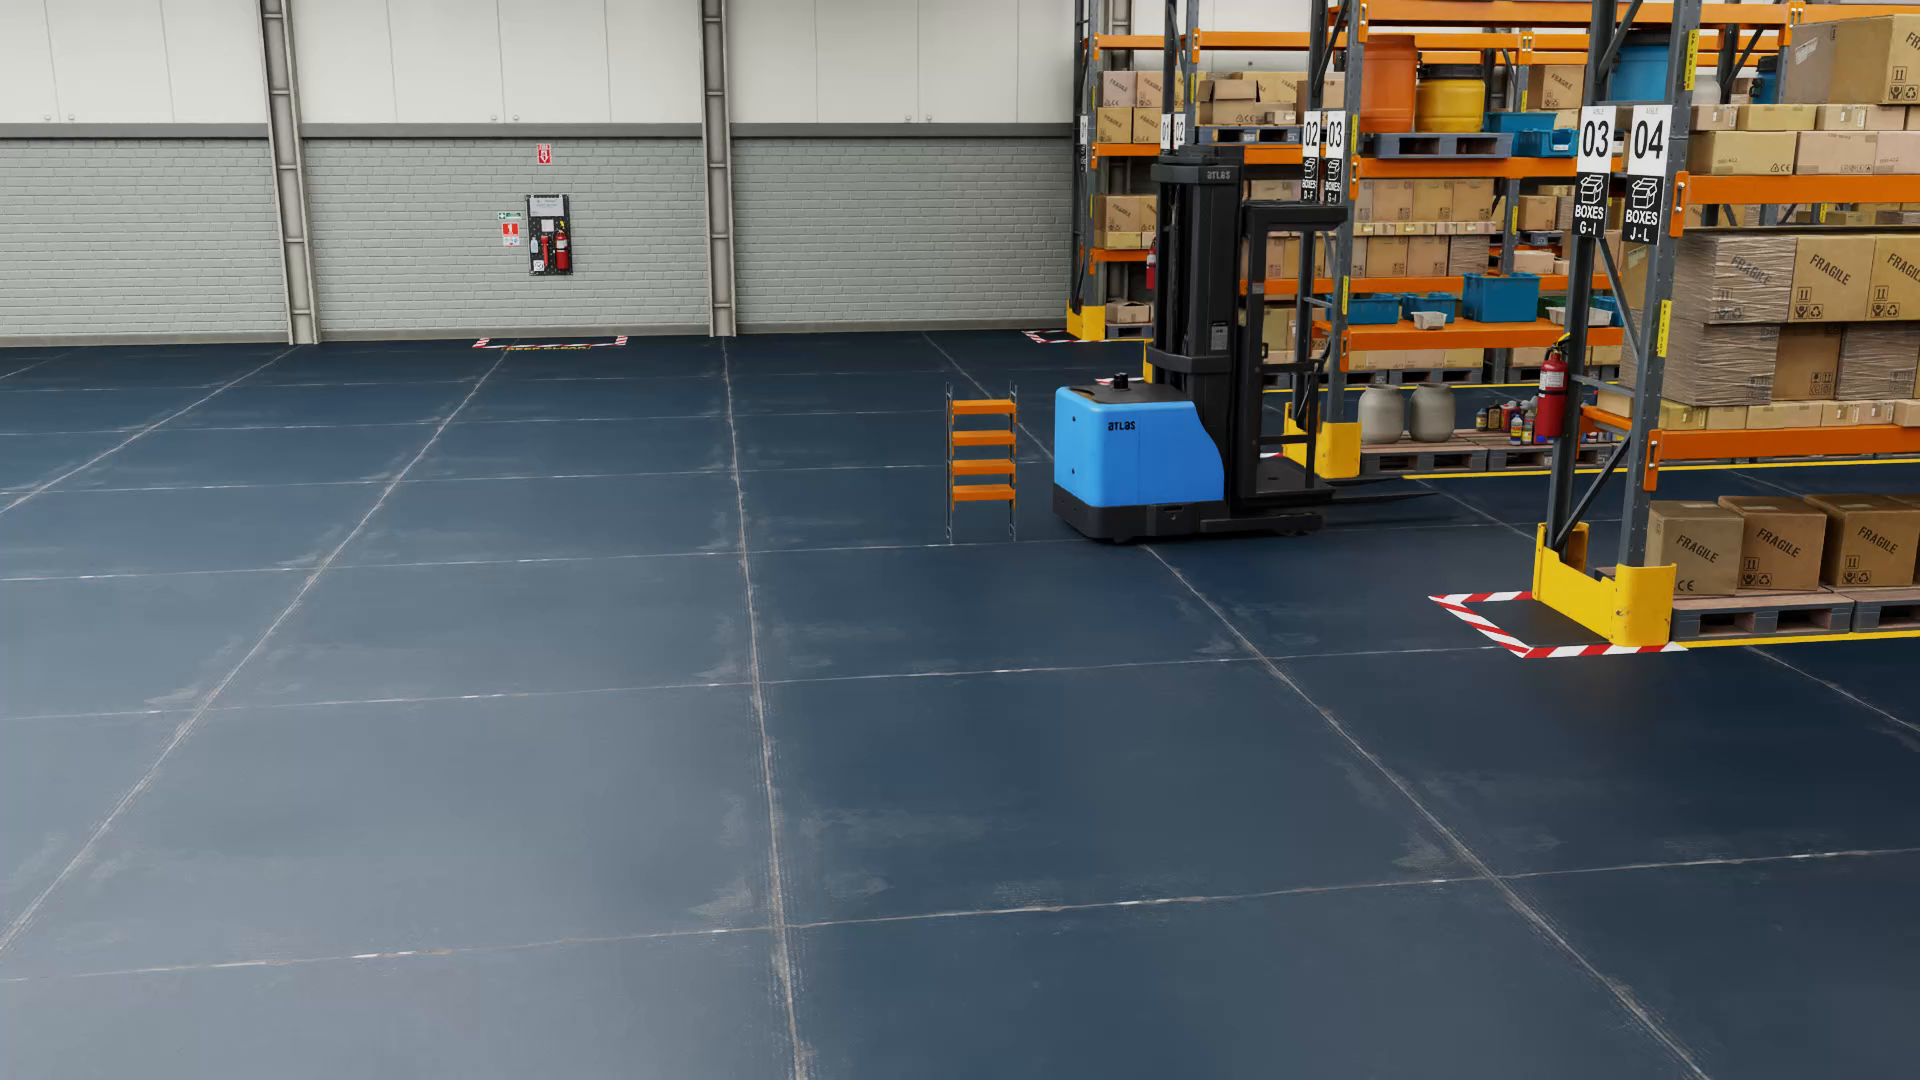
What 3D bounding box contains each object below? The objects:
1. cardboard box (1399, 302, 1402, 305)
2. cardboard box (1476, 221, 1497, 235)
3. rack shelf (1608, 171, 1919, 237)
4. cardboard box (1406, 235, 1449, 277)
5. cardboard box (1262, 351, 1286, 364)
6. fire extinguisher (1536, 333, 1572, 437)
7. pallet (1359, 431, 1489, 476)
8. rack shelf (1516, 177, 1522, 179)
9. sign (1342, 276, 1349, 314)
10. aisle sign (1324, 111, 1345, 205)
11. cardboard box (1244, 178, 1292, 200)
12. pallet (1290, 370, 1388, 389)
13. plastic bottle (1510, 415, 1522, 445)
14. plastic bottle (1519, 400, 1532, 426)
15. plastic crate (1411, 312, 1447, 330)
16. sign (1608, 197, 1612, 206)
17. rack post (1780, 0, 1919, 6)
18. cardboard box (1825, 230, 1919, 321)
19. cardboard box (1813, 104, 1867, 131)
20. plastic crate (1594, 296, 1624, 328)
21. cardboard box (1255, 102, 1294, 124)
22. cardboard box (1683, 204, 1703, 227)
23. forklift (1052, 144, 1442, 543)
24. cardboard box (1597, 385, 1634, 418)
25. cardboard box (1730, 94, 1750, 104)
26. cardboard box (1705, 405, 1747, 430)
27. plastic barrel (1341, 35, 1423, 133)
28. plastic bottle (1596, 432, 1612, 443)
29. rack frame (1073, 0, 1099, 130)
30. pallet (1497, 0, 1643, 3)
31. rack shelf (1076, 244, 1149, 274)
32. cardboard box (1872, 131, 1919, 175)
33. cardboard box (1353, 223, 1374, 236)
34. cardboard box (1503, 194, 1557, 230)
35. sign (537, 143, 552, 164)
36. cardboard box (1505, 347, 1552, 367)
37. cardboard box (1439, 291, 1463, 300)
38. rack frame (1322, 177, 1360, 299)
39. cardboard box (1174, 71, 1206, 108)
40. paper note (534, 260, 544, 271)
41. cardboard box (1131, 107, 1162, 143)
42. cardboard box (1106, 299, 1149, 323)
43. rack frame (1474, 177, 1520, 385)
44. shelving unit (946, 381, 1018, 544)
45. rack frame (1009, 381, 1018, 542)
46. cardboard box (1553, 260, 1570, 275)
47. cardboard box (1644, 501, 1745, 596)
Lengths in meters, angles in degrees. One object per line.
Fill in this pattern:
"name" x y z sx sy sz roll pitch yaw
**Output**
"cardboard box" 5.582 -2.621 20.255 0.500 0.500 0.500 -2 14 -8
"cardboard box" 6.268 -3.774 20.065 0.250 0.149 0.380 -2 14 -8
"rack shelf" 5.999 -2.123 10.333 4.000 0.370 1.077 -2 14 -8
"cardboard box" 5.546 -3.483 20.236 0.500 0.500 0.700 -2 14 -9
"cardboard box" 3.607 -2.182 20.046 0.500 0.250 0.500 -2 14 -8
"fire extinguisher" 3.839 -1.013 10.756 0.183 0.674 0.296 -2 14 -8
"pallet" 4.156 -0.825 15.579 1.213 0.211 1.003 -2 14 -8
"rack shelf" 8.482 -4.651 20.413 4.000 0.370 1.077 -2 14 -8
"sign" 3.361 -2.137 14.510 0.005 0.325 0.100 -2 14 -8
"aisle sign" 3.256 -3.324 14.464 0.004 0.787 0.394 -2 14 -8
"cardboard box" 3.584 -4.041 19.797 0.500 0.500 0.700 -2 14 -10
"pallet" 4.503 -2.056 20.486 1.213 0.211 1.003 -2 14 -8
"plastic bottle" 5.123 -1.016 15.313 0.097 0.271 0.097 0 14 0
"plastic bottle" 5.425 -1.208 16.065 0.135 0.276 0.152 -2 14 -10
"plastic crate" 4.216 -1.963 14.924 0.250 0.136 0.298 -2 14 -8
"sign" 9.808 -5.202 25.079 0.005 0.325 0.100 -2 14 -8
"rack post" 9.173 -5.380 15.262 3.121 1.000 1.013 -2 14 -8
"cardboard box" 5.595 -1.611 10.108 0.500 0.500 0.500 -2 14 -8
"cardboard box" 5.110 -2.492 9.814 0.250 0.149 0.380 -2 14 -6
"plastic crate" 6.185 -2.103 15.247 0.616 0.251 0.499 -2 14 -8
"cardboard box" 3.649 -5.086 19.828 0.500 0.250 0.500 -2 14 -8
"cardboard box" 11.247 -5.002 25.641 0.500 0.500 0.500 -2 14 -9
"forklift" 2.316 -1.572 12.967 3.031 2.935 1.130 -4 15 -14
"cardboard box" 4.272 -0.882 10.591 0.250 0.149 0.380 -2 14 -8
"cardboard box" 11.741 -6.627 25.702 0.500 0.500 0.700 -2 14 -8
"cardboard box" 4.589 -0.780 10.182 0.250 0.149 0.380 -2 14 -8
"plastic barrel" 3.745 -4.051 14.795 0.708 0.830 0.600 -2 14 -8
"plastic bottle" 5.975 -1.057 15.464 0.135 0.276 0.152 -2 14 -7
"rack frame" 1.808 -7.429 23.844 0.127 3.000 1.000 -2 14 -8
"pallet" 5.219 -4.823 14.666 1.213 0.211 1.003 -2 14 -8
"rack shelf" 3.785 -4.242 24.950 4.000 0.370 1.077 -2 14 -8
"cardboard box" 5.536 -2.319 9.944 0.500 0.250 0.500 -2 14 -9
"cardboard box" 4.750 -3.718 19.842 0.250 0.149 0.380 -2 14 -6
"cardboard box" 8.706 -5.024 25.480 0.500 0.500 0.700 -3 14 -14
"sign" -6.034 -5.602 24.129 0.199 0.298 0.001 -2 14 -8
"cardboard box" 6.940 -2.297 20.505 0.500 0.250 0.500 -2 14 -10
"cardboard box" 7.502 -3.735 25.682 0.500 0.500 0.700 -2 14 -8
"rack frame" 5.763 -4.664 25.152 0.127 3.000 1.000 -2 14 -8
"cardboard box" 3.233 -6.500 24.004 0.500 0.500 0.500 -2 14 -7
"paper note" -6.197 -4.037 24.465 0.142 0.148 0.016 -2 14 -8
"cardboard box" 2.712 -5.995 24.046 0.500 0.500 0.500 -1 14 -5
"cardboard box" 2.505 -3.431 24.861 0.500 0.311 0.500 -4 15 -15
"rack frame" 6.505 -3.472 20.401 0.127 3.000 1.000 -2 14 -8
"shelving unit" 0.164 -0.588 12.600 0.503 1.200 0.258 -2 14 -8
"rack frame" 0.405 -0.597 12.635 0.015 1.200 0.240 -2 14 -8
"cardboard box" 7.411 -3.333 20.363 0.250 0.149 0.380 -2 14 -8
"cardboard box" 4.641 0.046 10.648 0.500 0.500 0.500 1 14 2
